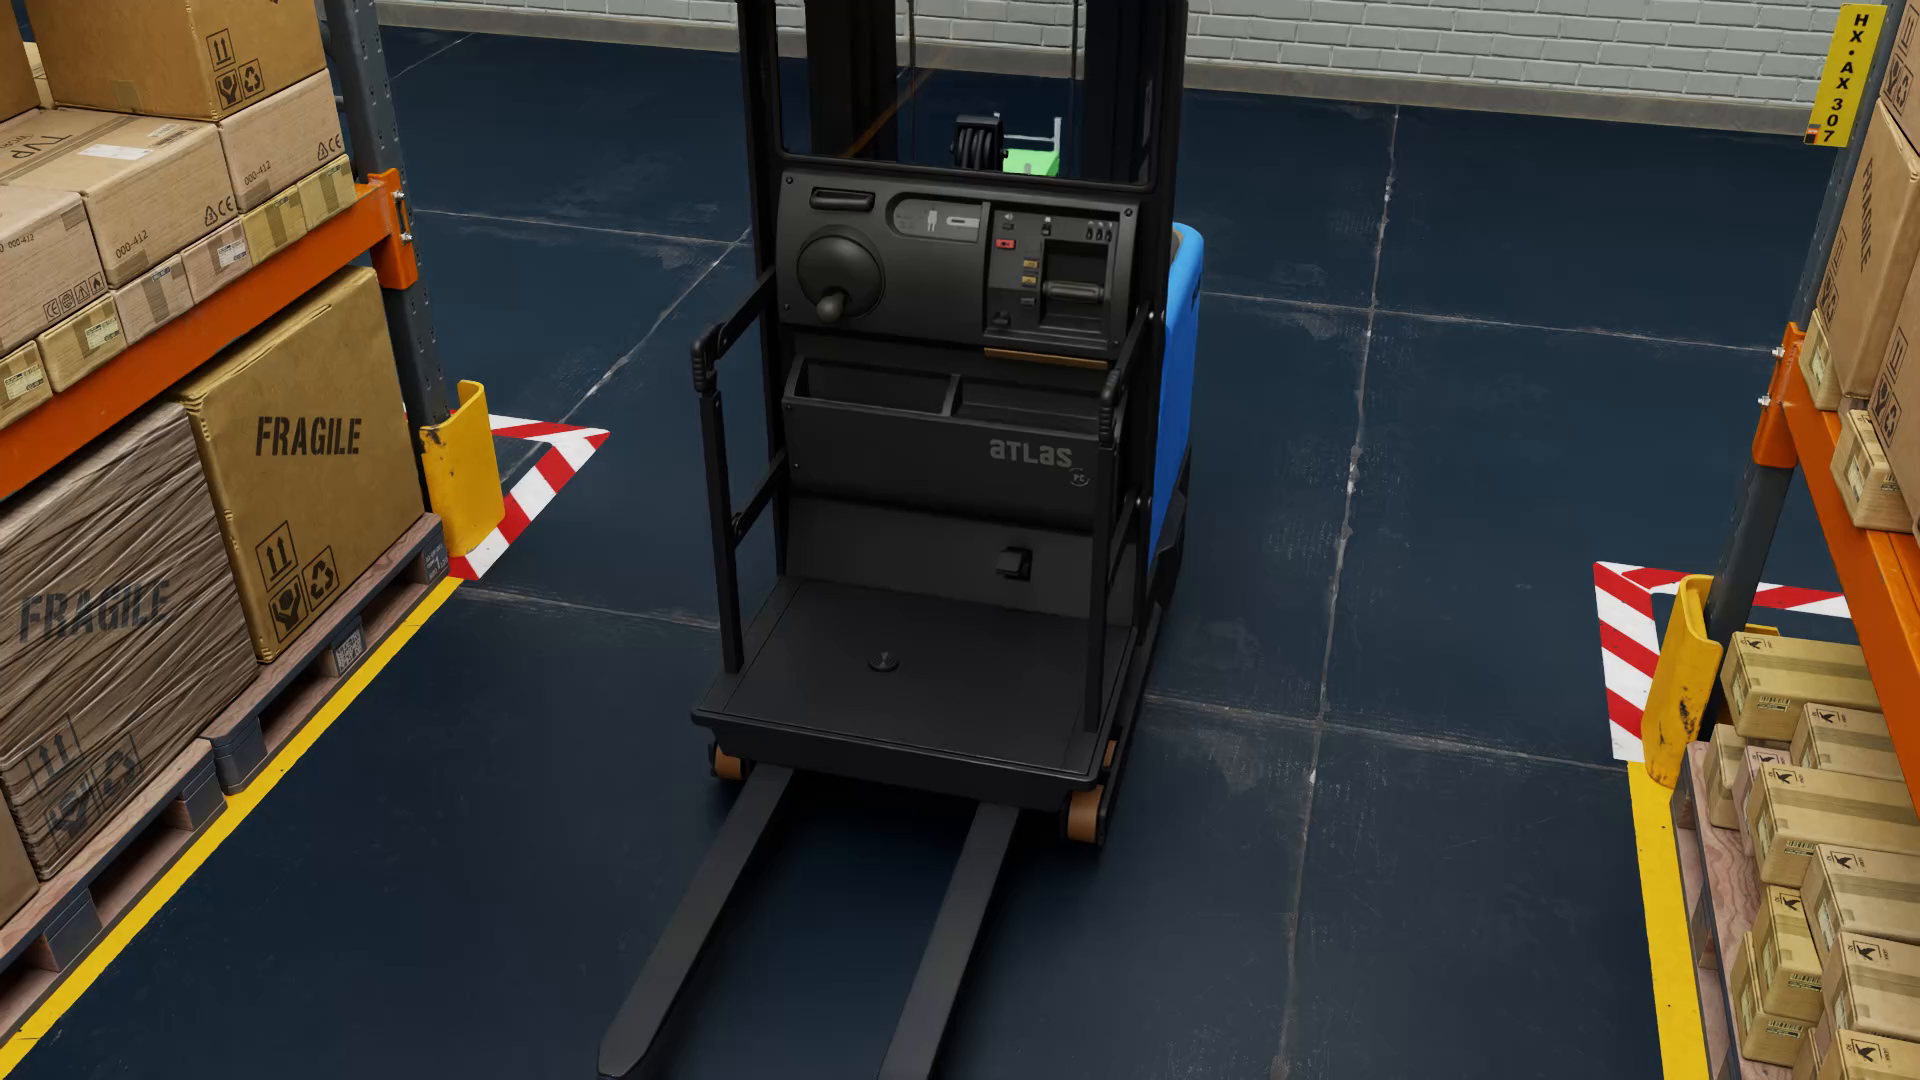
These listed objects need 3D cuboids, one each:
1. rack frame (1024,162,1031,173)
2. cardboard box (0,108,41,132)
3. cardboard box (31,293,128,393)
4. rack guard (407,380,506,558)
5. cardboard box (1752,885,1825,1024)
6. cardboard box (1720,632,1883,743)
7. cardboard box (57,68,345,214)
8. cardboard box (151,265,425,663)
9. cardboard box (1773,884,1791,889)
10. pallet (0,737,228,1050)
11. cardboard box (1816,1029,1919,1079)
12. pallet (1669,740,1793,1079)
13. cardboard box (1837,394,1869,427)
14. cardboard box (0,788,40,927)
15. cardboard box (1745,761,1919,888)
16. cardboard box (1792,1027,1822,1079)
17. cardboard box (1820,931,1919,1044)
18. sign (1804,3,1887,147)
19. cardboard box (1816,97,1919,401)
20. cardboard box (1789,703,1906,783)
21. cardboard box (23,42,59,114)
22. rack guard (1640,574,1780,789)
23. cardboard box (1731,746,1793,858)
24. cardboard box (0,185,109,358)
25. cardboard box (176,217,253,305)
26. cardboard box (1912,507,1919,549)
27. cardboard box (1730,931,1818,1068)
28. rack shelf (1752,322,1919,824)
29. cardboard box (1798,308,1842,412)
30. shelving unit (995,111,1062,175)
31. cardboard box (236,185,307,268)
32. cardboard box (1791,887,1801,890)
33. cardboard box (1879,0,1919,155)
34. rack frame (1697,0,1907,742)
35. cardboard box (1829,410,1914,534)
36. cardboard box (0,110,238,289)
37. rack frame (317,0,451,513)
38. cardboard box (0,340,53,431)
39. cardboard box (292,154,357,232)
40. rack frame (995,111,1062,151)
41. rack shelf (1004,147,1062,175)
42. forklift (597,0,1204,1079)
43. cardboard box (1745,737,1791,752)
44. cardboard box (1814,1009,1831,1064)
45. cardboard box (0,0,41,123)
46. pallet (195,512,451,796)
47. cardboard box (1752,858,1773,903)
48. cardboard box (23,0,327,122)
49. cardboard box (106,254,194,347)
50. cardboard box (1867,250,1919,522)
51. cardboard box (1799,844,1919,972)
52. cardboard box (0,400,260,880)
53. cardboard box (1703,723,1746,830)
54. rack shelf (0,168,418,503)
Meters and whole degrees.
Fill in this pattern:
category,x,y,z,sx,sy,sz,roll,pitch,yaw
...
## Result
category,x,y,z,sx,sy,sz,roll,pitch,yaw
rack frame,0.117,-0.745,5.804,0.240,1.200,0.015,8,33,12
cardboard box,-2.719,-0.933,4.284,0.500,0.250,0.500,8,33,12
cardboard box,-2.240,-0.488,3.956,0.380,0.149,0.250,7,33,11
rack guard,-2.204,-0.311,5.774,1.175,0.500,0.348,8,33,12
cardboard box,1.910,0.903,3.522,0.380,0.149,0.250,9,34,14
cardboard box,2.100,0.374,4.076,0.380,0.149,0.250,7,33,10
cardboard box,-2.077,-1.128,4.592,0.500,0.250,0.500,7,33,12
cardboard box,-2.295,-0.291,5.001,0.875,0.875,0.875,8,33,12
cardboard box,2.075,0.905,3.797,0.380,0.149,0.250,8,33,13
pallet,-2.649,0.880,4.170,1.003,0.211,1.213,8,33,12
cardboard box,1.785,1.060,2.998,0.380,0.149,0.250,9,33,13
pallet,2.302,1.007,3.969,1.003,0.211,1.213,8,33,12
cardboard box,2.138,-0.259,3.595,0.380,0.149,0.250,9,34,14
cardboard box,-2.752,0.643,3.532,0.875,0.875,0.875,8,33,12
cardboard box,1.959,0.647,3.647,0.380,0.149,0.250,8,33,12
cardboard box,1.932,1.168,3.383,0.380,0.149,0.250,8,33,12
cardboard box,1.896,0.930,3.203,0.380,0.149,0.250,9,34,14
sign,2.037,-1.065,3.823,0.100,0.325,0.005,8,33,12
cardboard box,2.180,-0.598,3.525,0.500,0.500,0.500,10,34,15
cardboard box,2.146,0.534,3.826,0.380,0.149,0.250,9,33,13
cardboard box,-2.593,-1.204,4.710,0.500,0.250,0.500,7,33,11
rack guard,2.542,0.468,4.547,1.175,0.500,0.348,8,33,12
cardboard box,2.056,0.646,3.927,0.380,0.149,0.250,8,33,12
cardboard box,-2.335,-0.601,3.762,0.500,0.250,0.500,7,33,11
cardboard box,-2.112,-0.752,4.372,0.380,0.149,0.250,8,33,12
cardboard box,1.933,-0.065,2.685,0.500,0.500,0.500,8,33,13
cardboard box,1.905,1.023,3.611,0.380,0.149,0.250,8,33,13
rack shelf,2.054,0.715,2.499,1.077,0.370,4.000,8,33,12
cardboard box,2.162,-0.397,3.812,0.380,0.149,0.250,8,33,12
shelving unit,0.179,-0.872,6.003,0.258,1.200,0.503,8,33,12
cardboard box,-2.047,-0.883,4.577,0.380,0.149,0.250,8,33,13
cardboard box,2.080,0.785,3.708,0.380,0.149,0.250,8,33,13
cardboard box,2.191,-1.019,3.254,0.500,0.500,0.500,8,33,12
rack frame,2.562,-0.626,3.939,1.000,3.000,0.127,8,33,12
cardboard box,2.018,-0.127,3.387,0.380,0.149,0.250,7,33,11
cardboard box,-2.206,-0.865,4.178,0.500,0.250,0.500,7,33,12
rack frame,-2.210,-1.354,5.084,1.000,3.000,0.127,8,33,12
cardboard box,-2.305,-0.353,3.744,0.380,0.149,0.250,8,33,13
cardboard box,-1.982,-1.018,4.790,0.380,0.149,0.250,9,33,13
rack frame,0.240,-0.999,6.203,0.240,1.200,0.015,8,33,12
rack shelf,0.179,-1.223,5.780,0.258,0.148,0.480,8,33,12
forklift,-0.070,-0.654,4.046,1.130,2.935,3.031,8,33,12
cardboard box,2.180,0.511,4.138,0.380,0.149,0.250,9,34,14
cardboard box,1.934,1.054,3.285,0.380,0.149,0.250,6,33,10
cardboard box,-2.720,-1.261,4.101,0.500,0.500,0.500,7,33,11
pallet,-2.338,0.249,5.162,1.003,0.211,1.213,8,33,12
cardboard box,2.132,0.775,4.001,0.380,0.149,0.250,8,33,12
cardboard box,-2.080,-1.444,4.389,0.500,0.500,0.500,8,33,13
cardboard box,-2.176,-0.623,4.168,0.380,0.149,0.250,9,33,13
cardboard box,2.069,-0.317,3.083,0.500,0.500,0.500,8,33,12
cardboard box,1.976,0.787,3.427,0.380,0.149,0.250,6,33,10
cardboard box,-2.526,0.181,4.259,0.875,0.875,0.875,8,33,12
cardboard box,2.119,0.628,4.232,0.380,0.149,0.250,9,33,13
rack shelf,-2.718,-0.012,3.644,1.077,0.370,4.000,8,33,12
